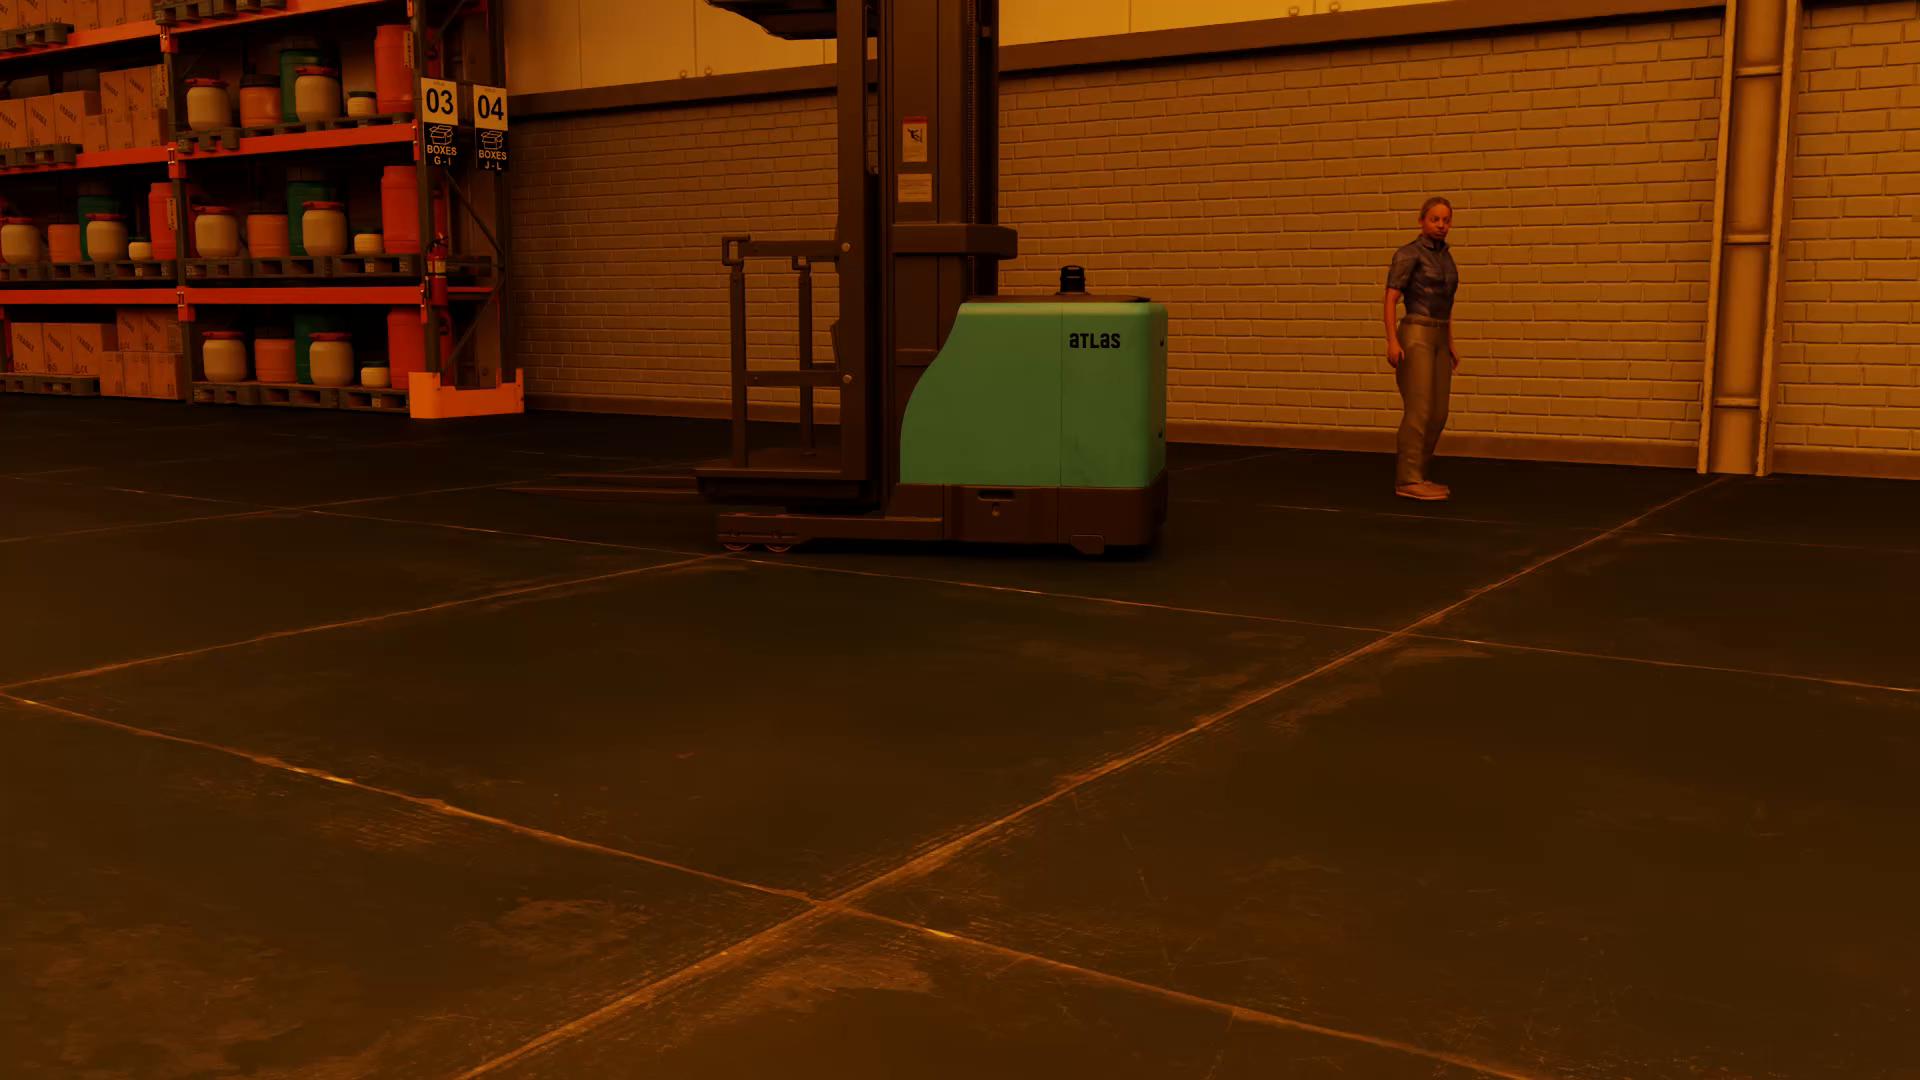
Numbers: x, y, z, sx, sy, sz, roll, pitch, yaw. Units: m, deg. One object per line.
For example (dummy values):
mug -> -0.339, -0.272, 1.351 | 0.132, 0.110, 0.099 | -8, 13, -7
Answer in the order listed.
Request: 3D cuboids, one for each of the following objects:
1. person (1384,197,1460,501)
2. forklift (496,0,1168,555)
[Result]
person -> 2.603, -1.054, 9.203 | 0.607, 1.641, 0.410 | -8, 11, -43
forklift -> -0.596, -1.469, 7.520 | 3.031, 2.935, 1.130 | 2, 8, 12
